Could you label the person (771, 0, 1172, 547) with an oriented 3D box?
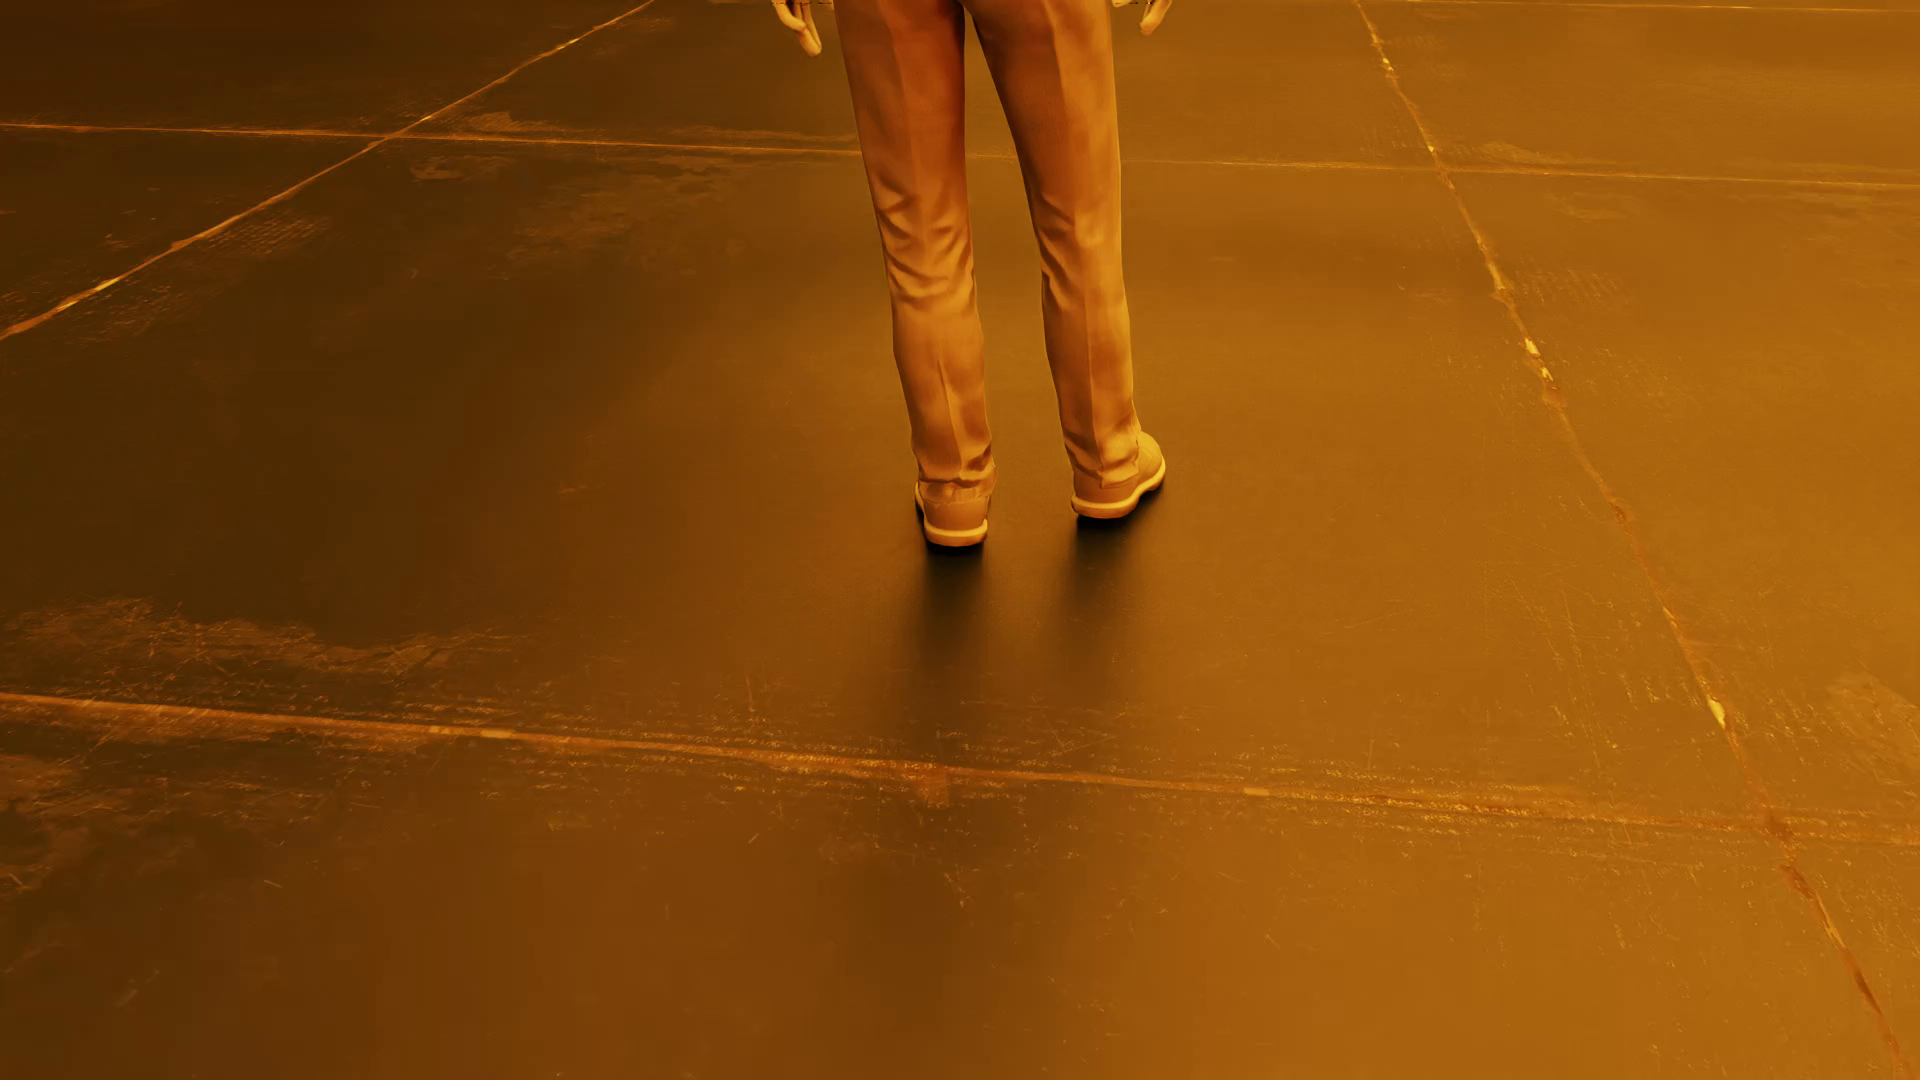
[{"bbox_3d":[0.015,-0.794,2.177,0.588,1.696,0.533,3,27,7],"label":"person"}]
